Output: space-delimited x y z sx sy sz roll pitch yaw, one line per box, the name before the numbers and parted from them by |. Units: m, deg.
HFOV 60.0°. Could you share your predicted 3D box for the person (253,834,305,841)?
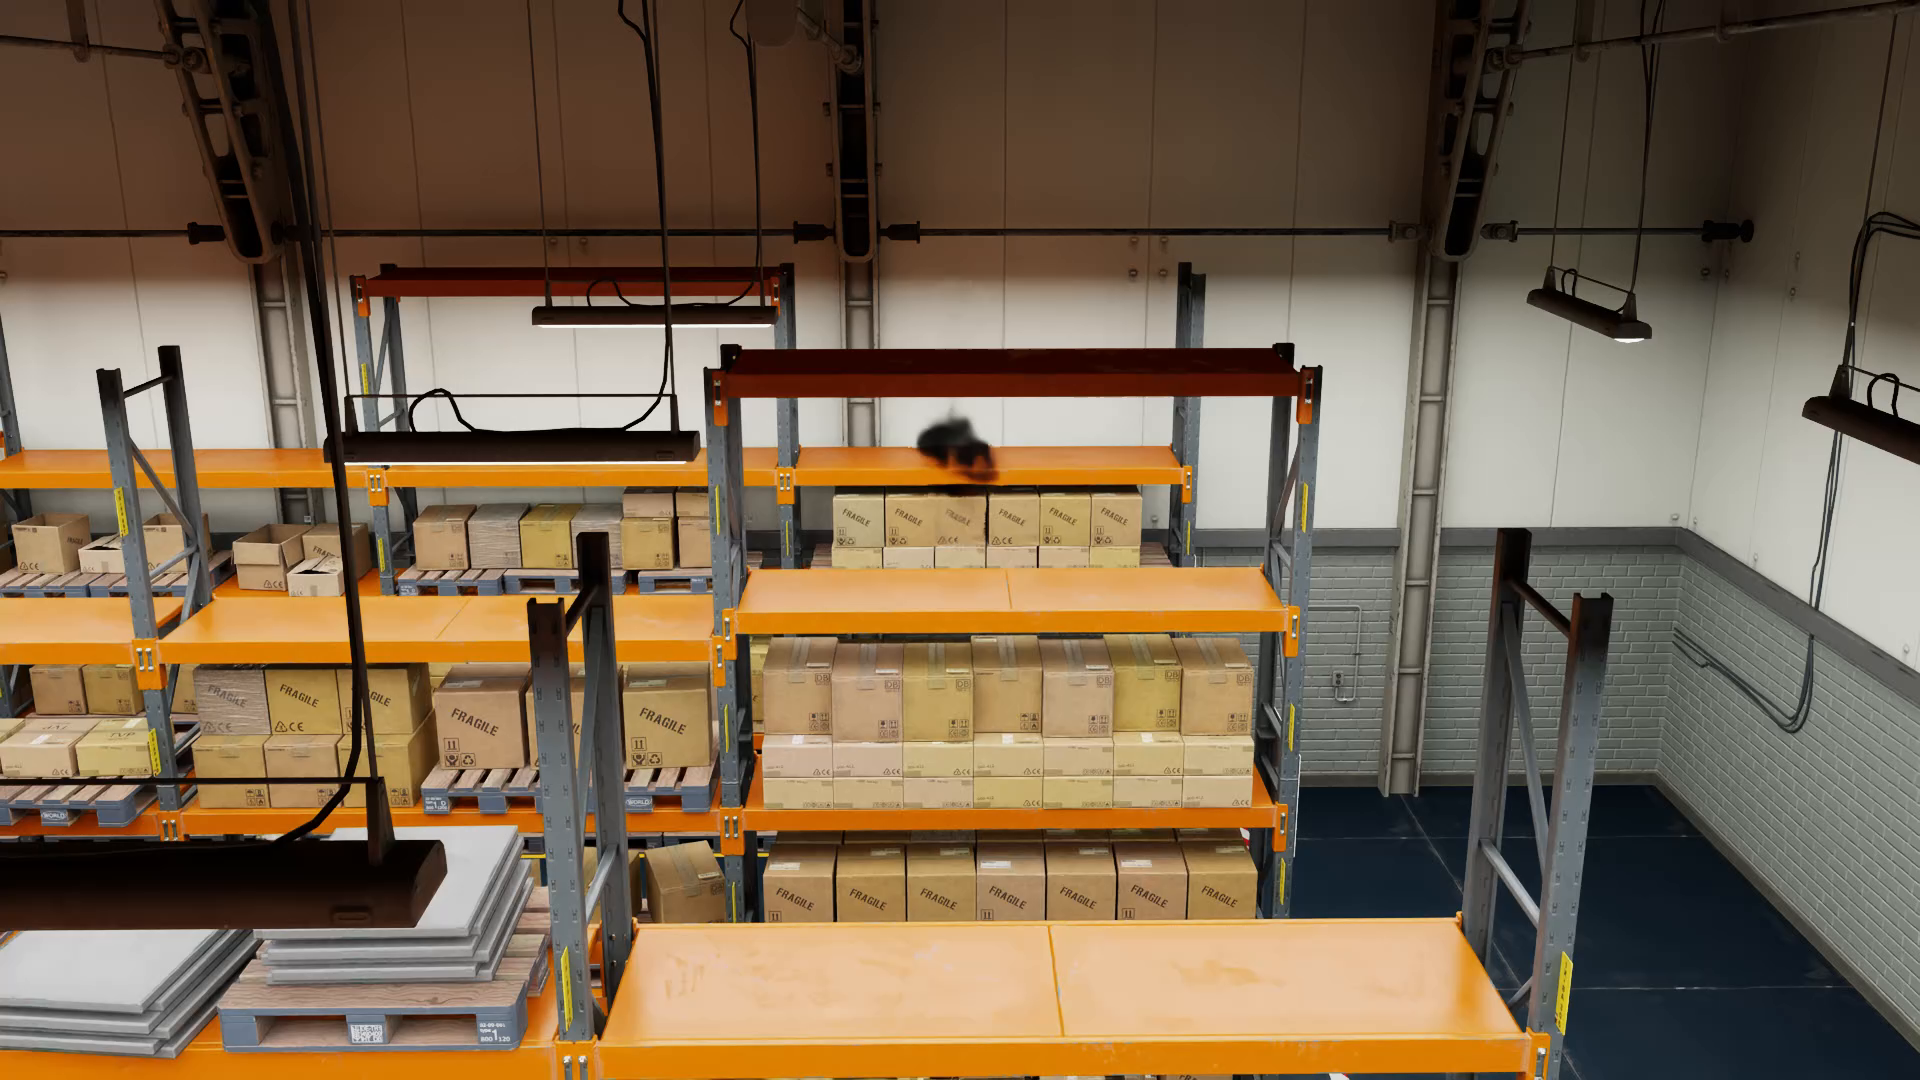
person | -6.265 3.013 15.252 0.578 1.654 0.578 -2 16 -6
